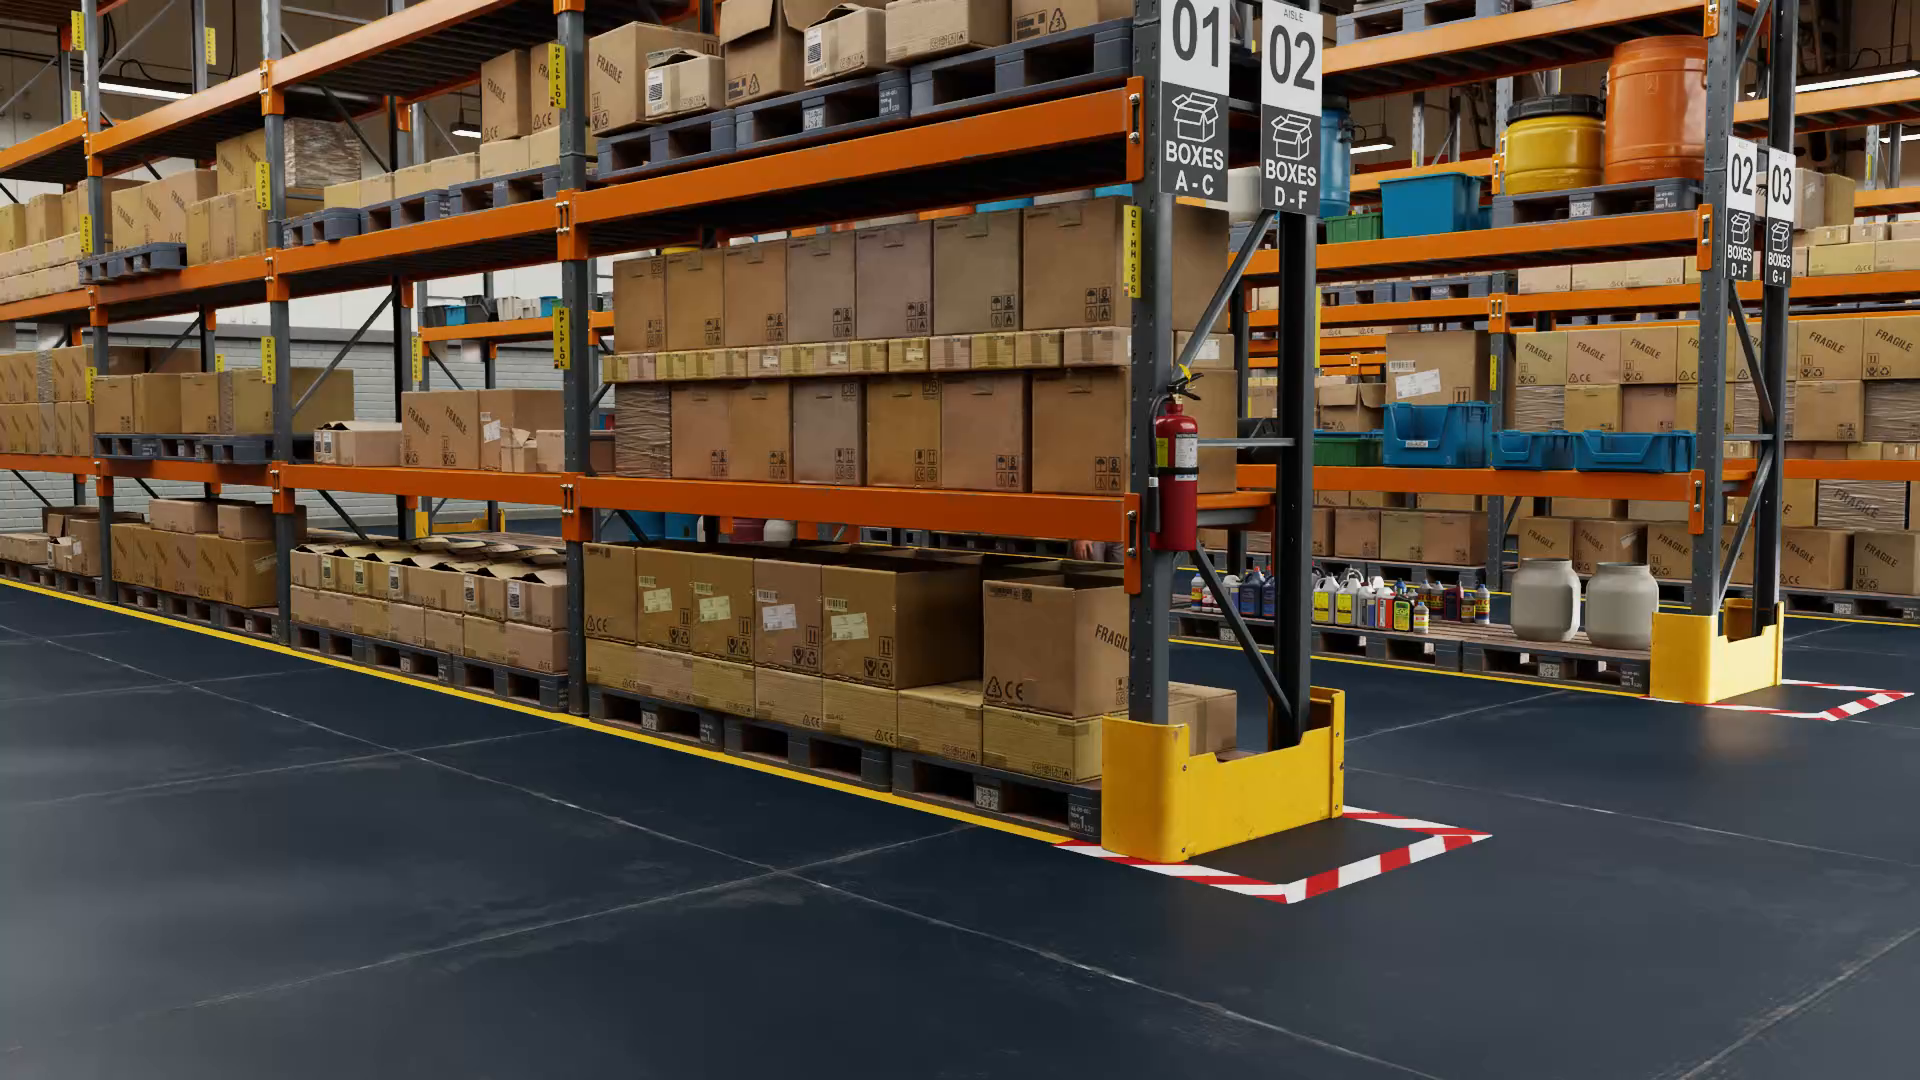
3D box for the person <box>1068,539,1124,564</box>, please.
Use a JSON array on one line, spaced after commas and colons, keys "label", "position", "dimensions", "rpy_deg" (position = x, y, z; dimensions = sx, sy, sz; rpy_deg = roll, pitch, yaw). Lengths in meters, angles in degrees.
[{"label": "person", "position": [0.878, -0.002, 10.478], "dimensions": [0.582, 1.721, 0.412], "rpy_deg": [-4, 5, -44]}]
